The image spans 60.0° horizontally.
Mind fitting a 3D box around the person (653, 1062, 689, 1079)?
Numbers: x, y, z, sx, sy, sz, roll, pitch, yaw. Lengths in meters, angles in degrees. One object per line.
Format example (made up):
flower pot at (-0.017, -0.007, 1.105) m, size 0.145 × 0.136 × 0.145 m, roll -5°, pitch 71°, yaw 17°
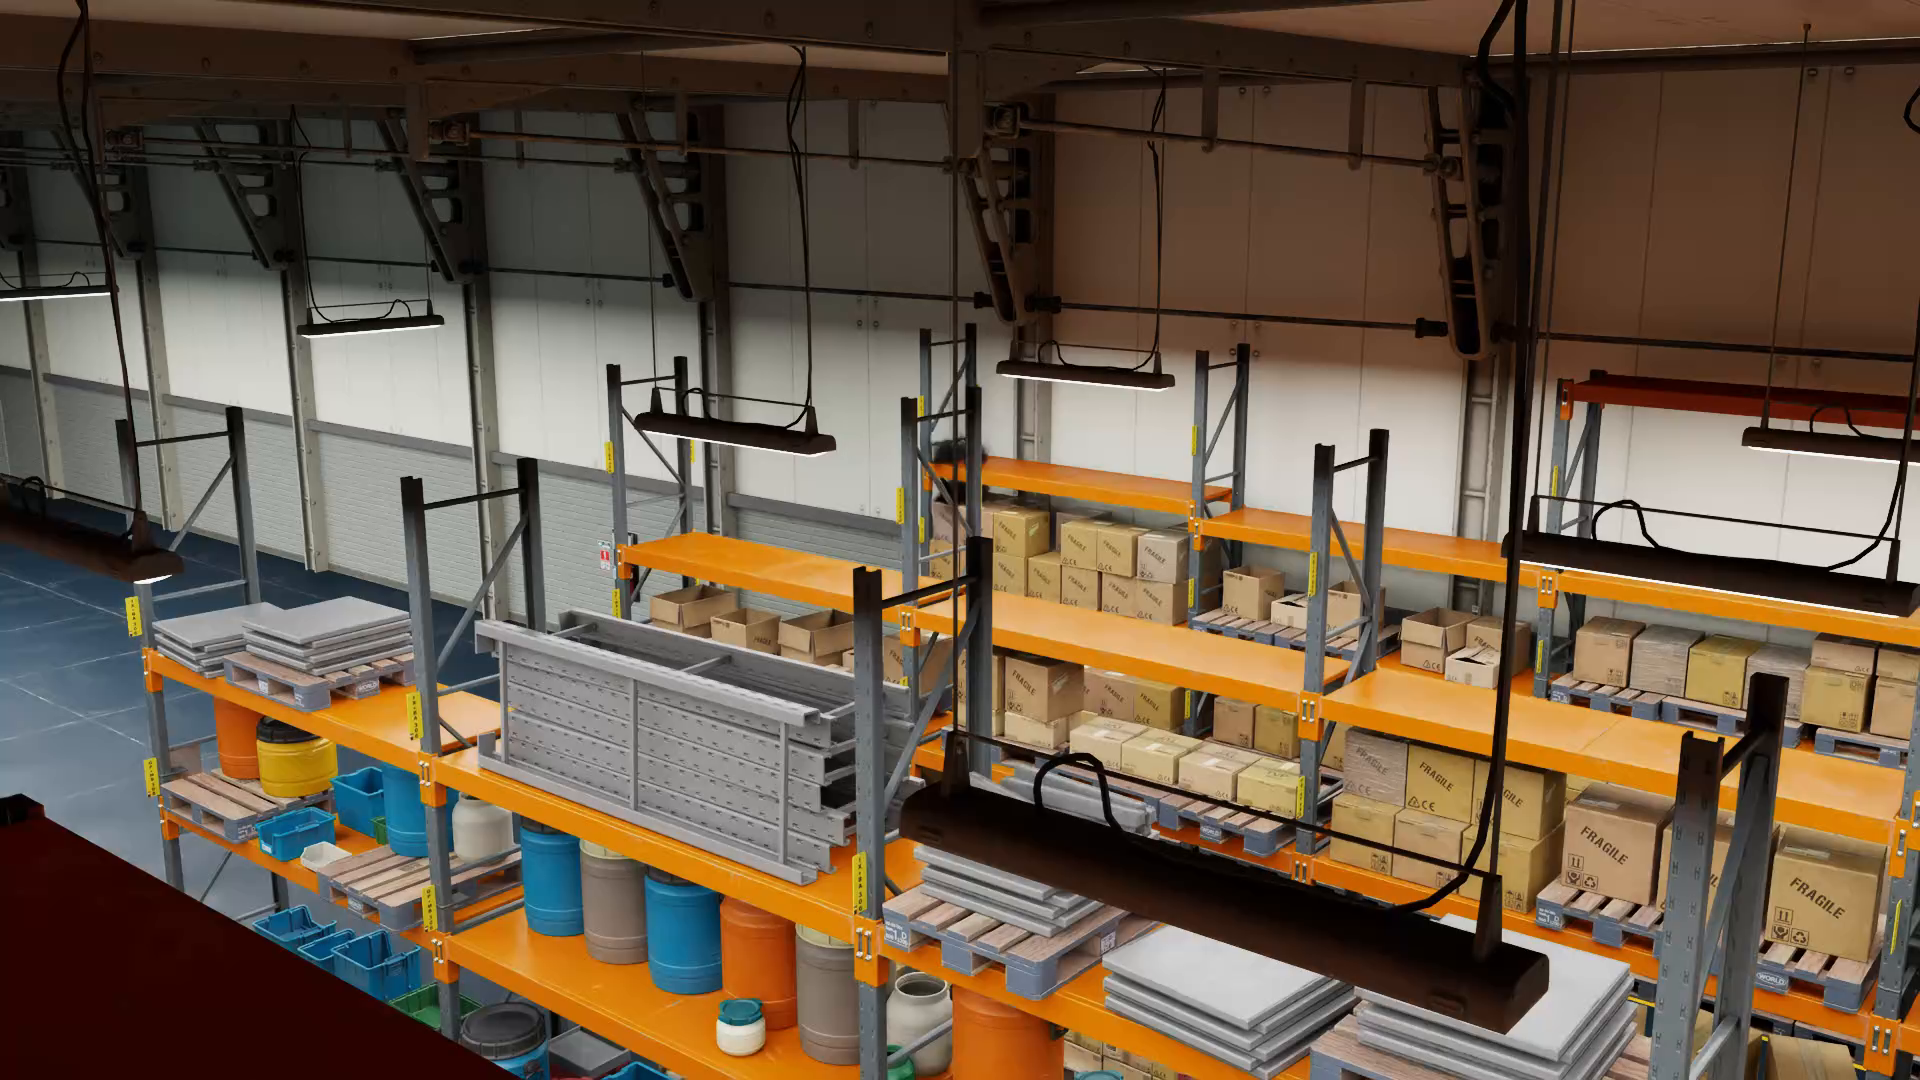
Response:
person at (-2.353, 4.269, 13.510) m, size 0.629 × 1.682 × 0.577 m, roll 9°, pitch 15°, yaw 35°
